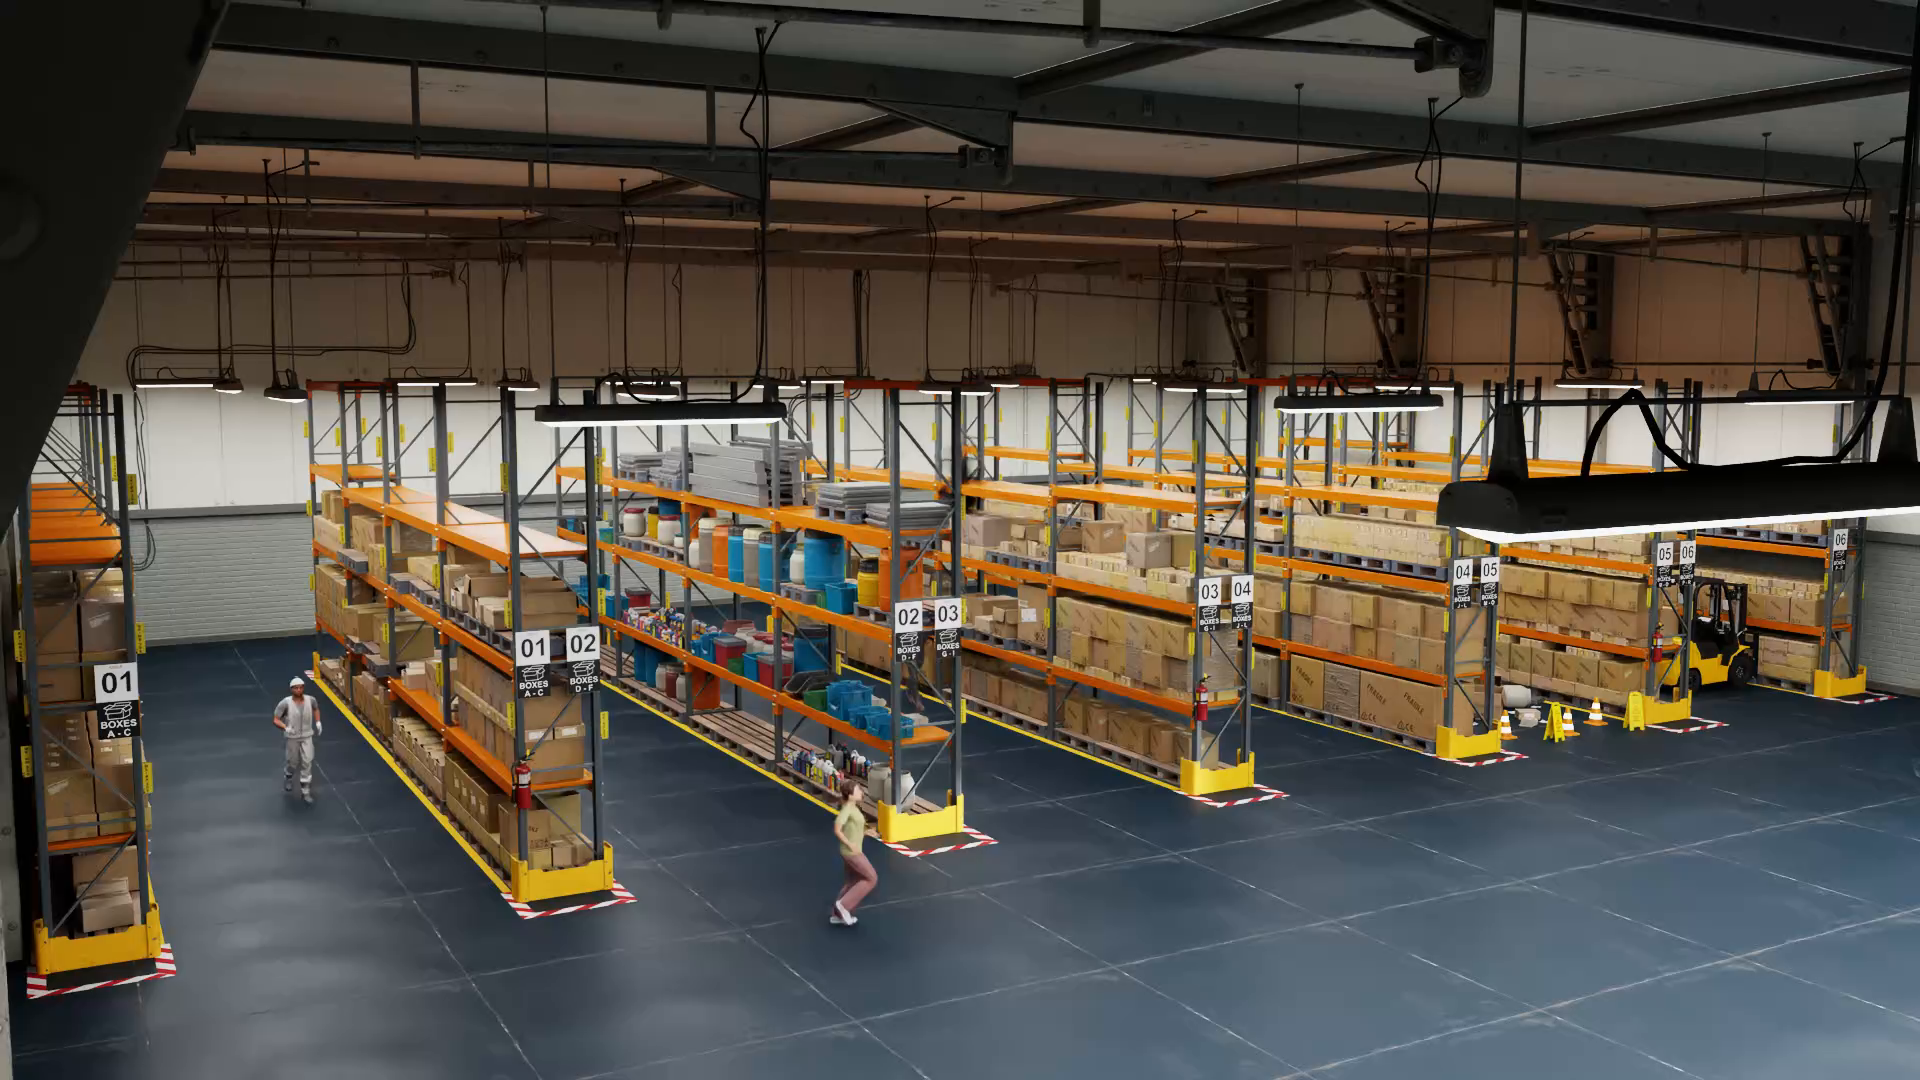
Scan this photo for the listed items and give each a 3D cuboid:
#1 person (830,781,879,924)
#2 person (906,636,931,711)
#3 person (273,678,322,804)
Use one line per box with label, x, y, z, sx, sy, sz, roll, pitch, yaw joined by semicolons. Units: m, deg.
person;-1.187;3.519;18.730;0.567;1.626;0.553;-1;6;-5
person;-0.788;2.092;29.296;0.557;1.716;0.779;-4;7;-34
person;-9.611;2.880;24.169;0.686;1.792;0.839;-5;8;-37
